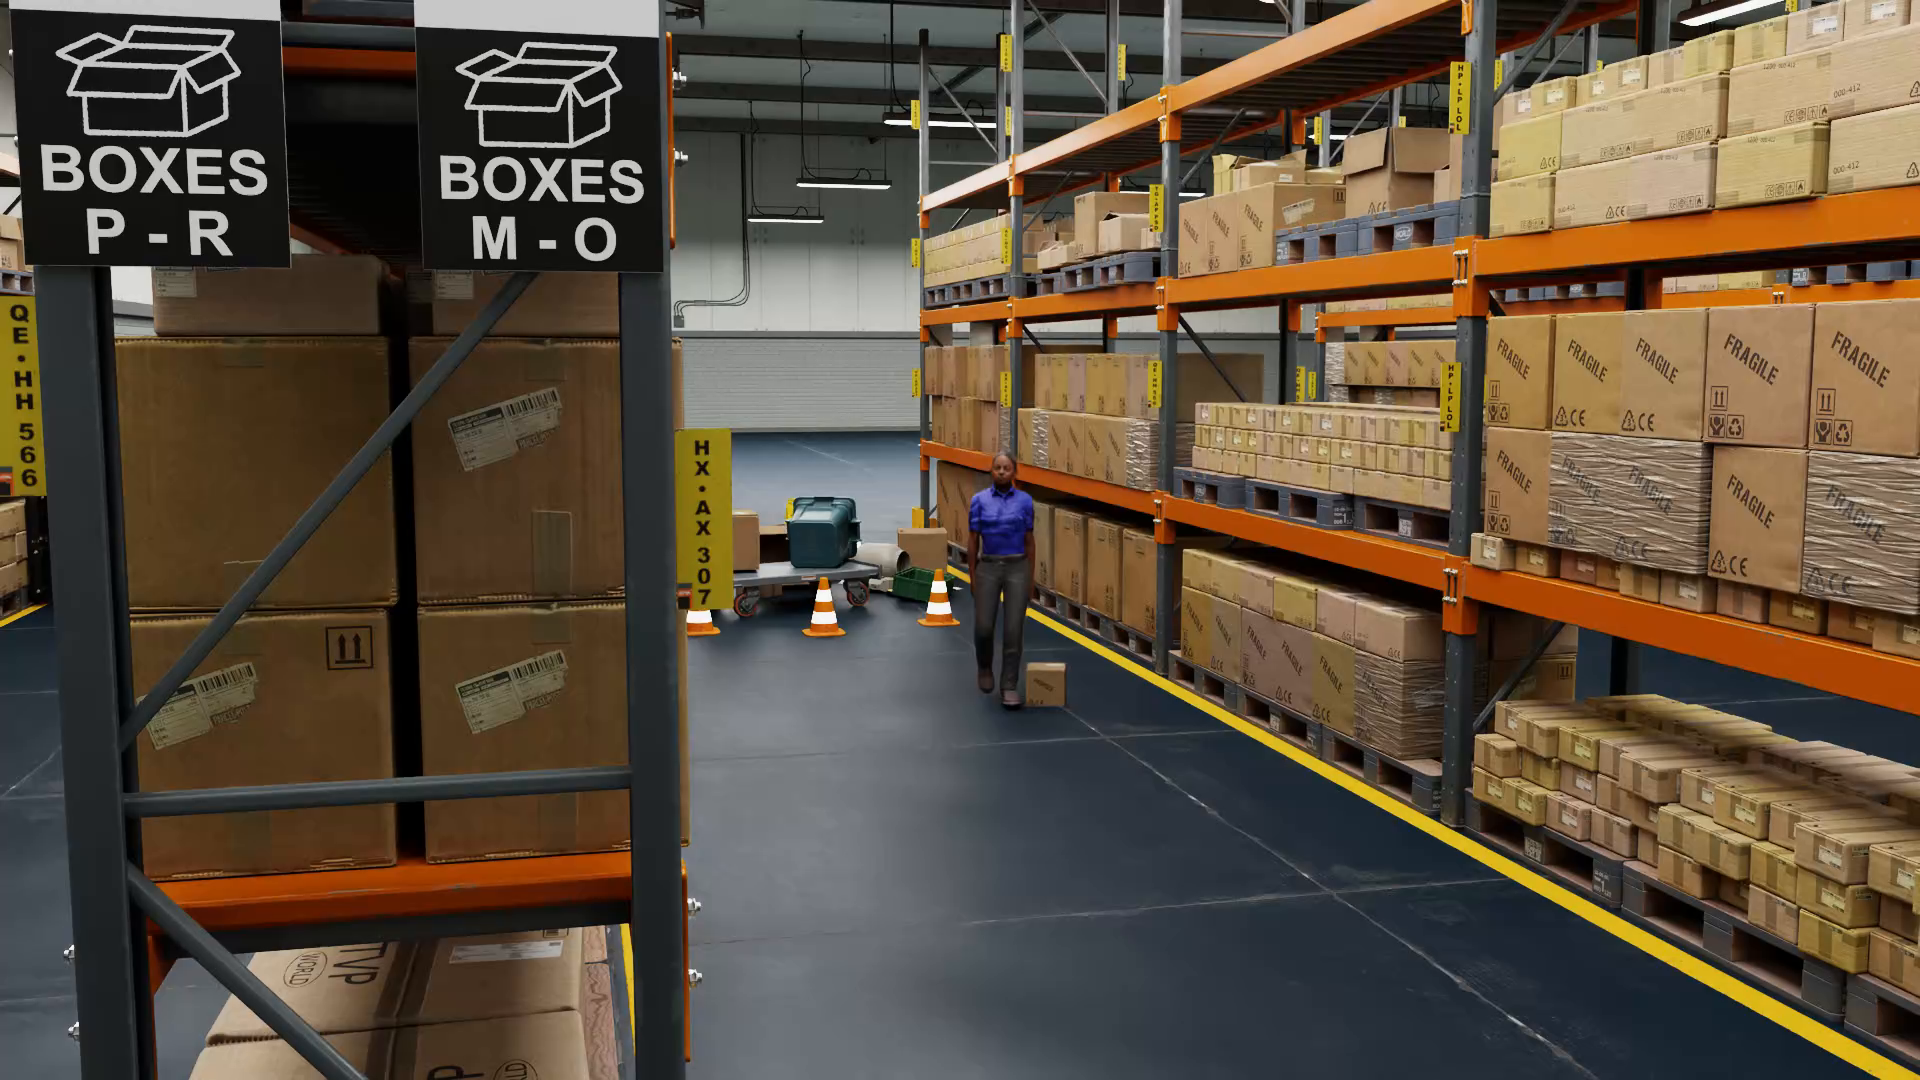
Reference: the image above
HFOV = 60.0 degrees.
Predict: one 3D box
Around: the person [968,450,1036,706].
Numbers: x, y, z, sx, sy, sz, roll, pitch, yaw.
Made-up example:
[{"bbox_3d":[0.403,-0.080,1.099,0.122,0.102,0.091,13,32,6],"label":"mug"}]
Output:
[{"bbox_3d":[0.271,0.234,10.887,0.444,1.642,0.536,0,6,-3],"label":"person"}]
